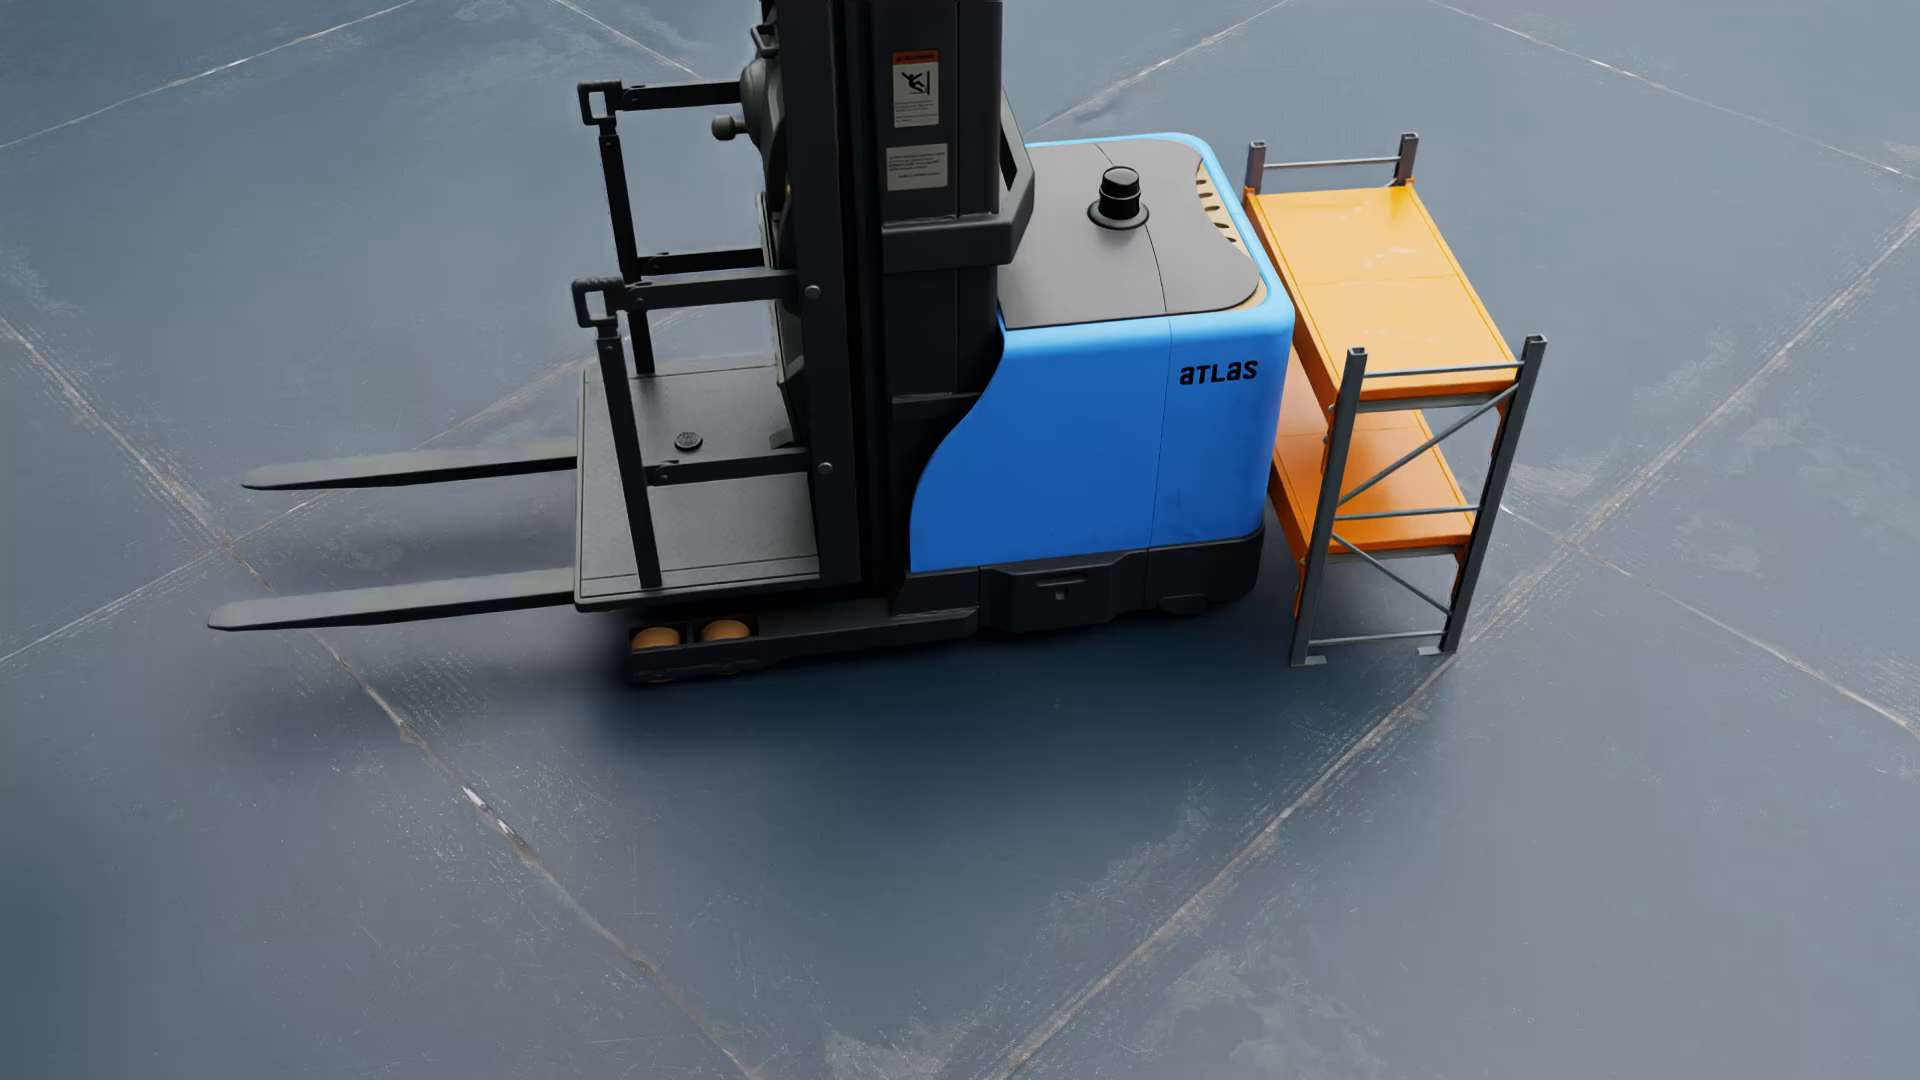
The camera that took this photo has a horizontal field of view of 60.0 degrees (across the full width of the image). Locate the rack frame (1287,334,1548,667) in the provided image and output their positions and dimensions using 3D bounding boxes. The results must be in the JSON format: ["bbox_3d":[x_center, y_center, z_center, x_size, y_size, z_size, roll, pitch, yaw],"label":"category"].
[{"bbox_3d":[1.209,-0.071,4.498,0.500,1.125,0.032,-4,43,-5],"label":"rack frame"}]

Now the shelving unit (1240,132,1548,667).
[{"bbox_3d":[1.152,-0.414,4.869,0.538,1.125,1.048,-4,43,-5],"label":"shelving unit"}]

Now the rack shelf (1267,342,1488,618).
[{"bbox_3d":[1.152,-0.234,5.035,0.538,0.278,1.000,-4,43,-5],"label":"rack shelf"}]

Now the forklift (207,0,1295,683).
[{"bbox_3d":[-0.665,-1.051,4.228,3.031,2.935,1.130,-6,43,-6],"label":"forklift"}]

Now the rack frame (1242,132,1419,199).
[{"bbox_3d":[1.095,-0.757,5.240,0.500,1.125,0.032,-4,43,-5],"label":"rack frame"}]

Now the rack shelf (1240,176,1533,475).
[{"bbox_3d":[1.152,-0.629,4.671,0.538,0.278,1.000,-4,43,-5],"label":"rack shelf"}]
